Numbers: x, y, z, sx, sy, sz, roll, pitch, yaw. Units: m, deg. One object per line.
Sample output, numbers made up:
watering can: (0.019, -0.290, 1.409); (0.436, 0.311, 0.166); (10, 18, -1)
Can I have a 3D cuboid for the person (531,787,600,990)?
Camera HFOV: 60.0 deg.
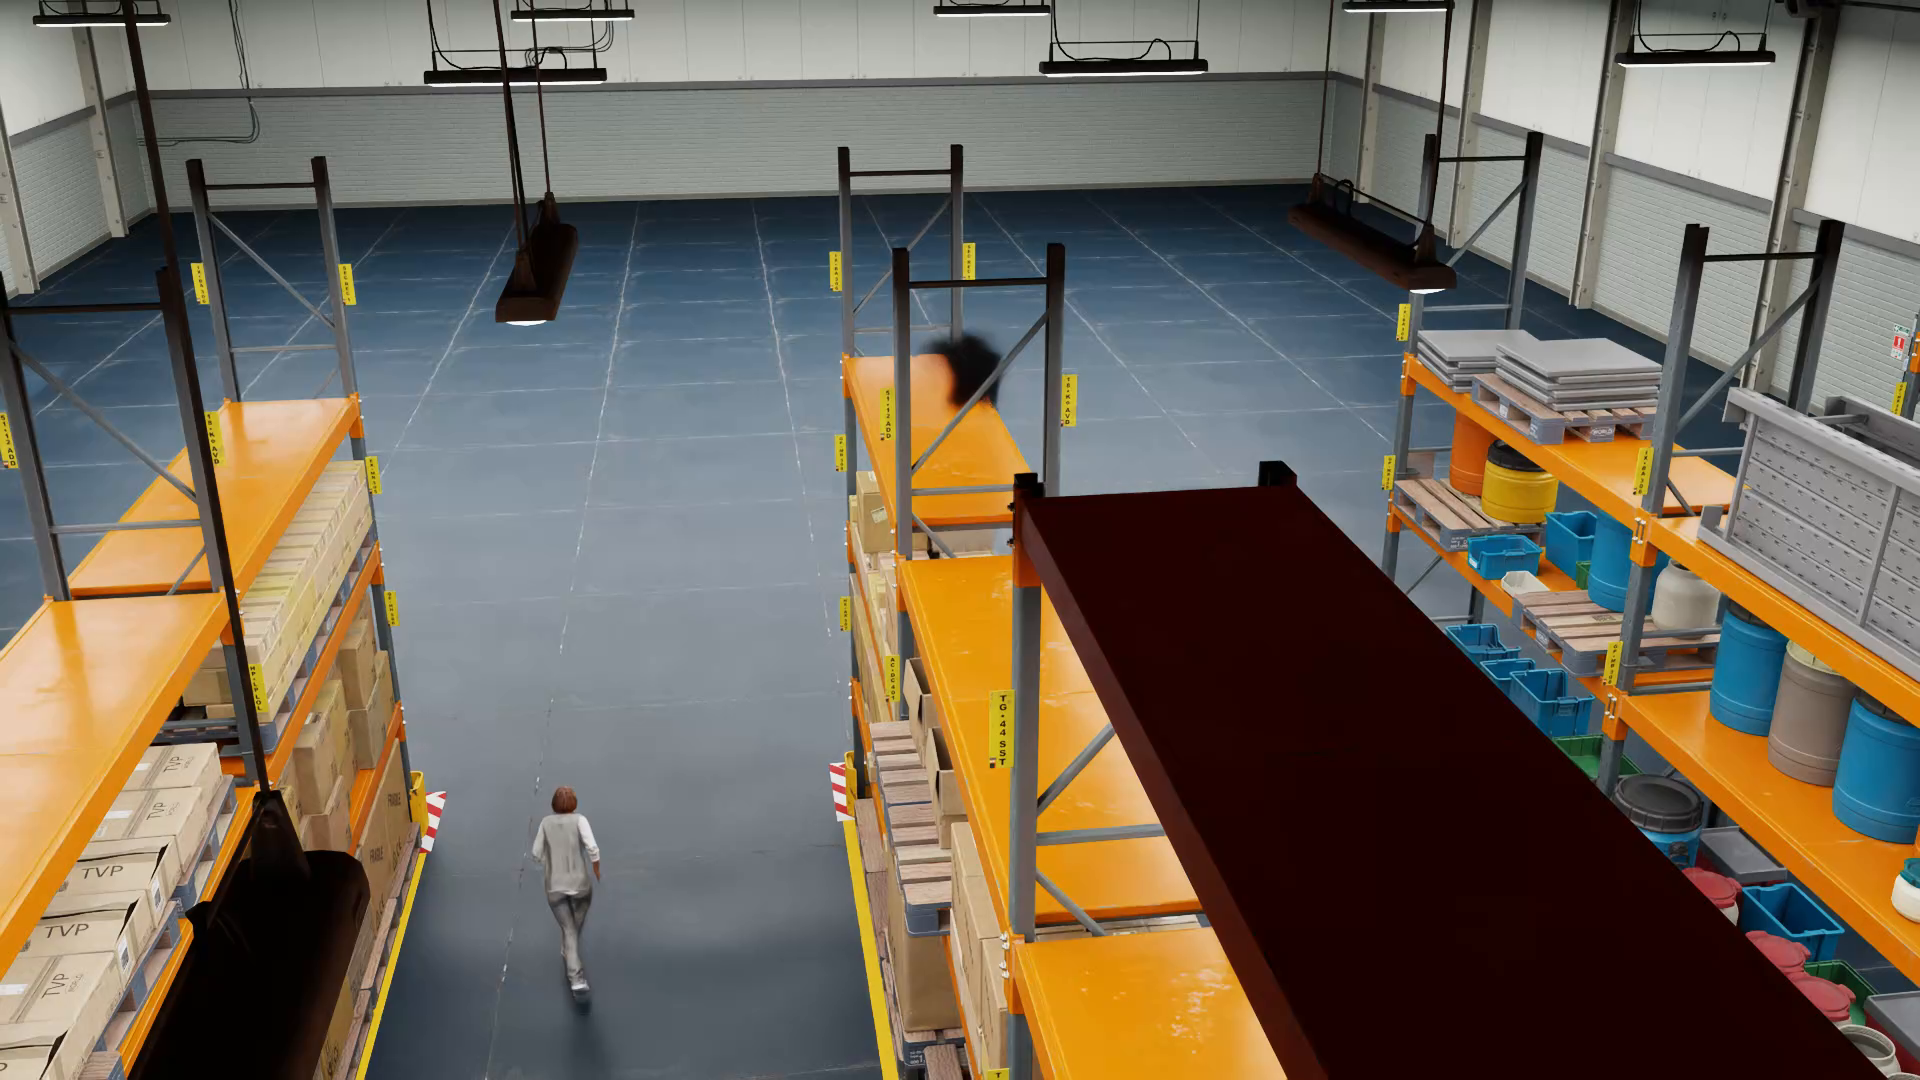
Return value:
person: (-3.027, 2.740, 12.803); (0.532, 1.478, 0.935); (-2, 22, -6)
